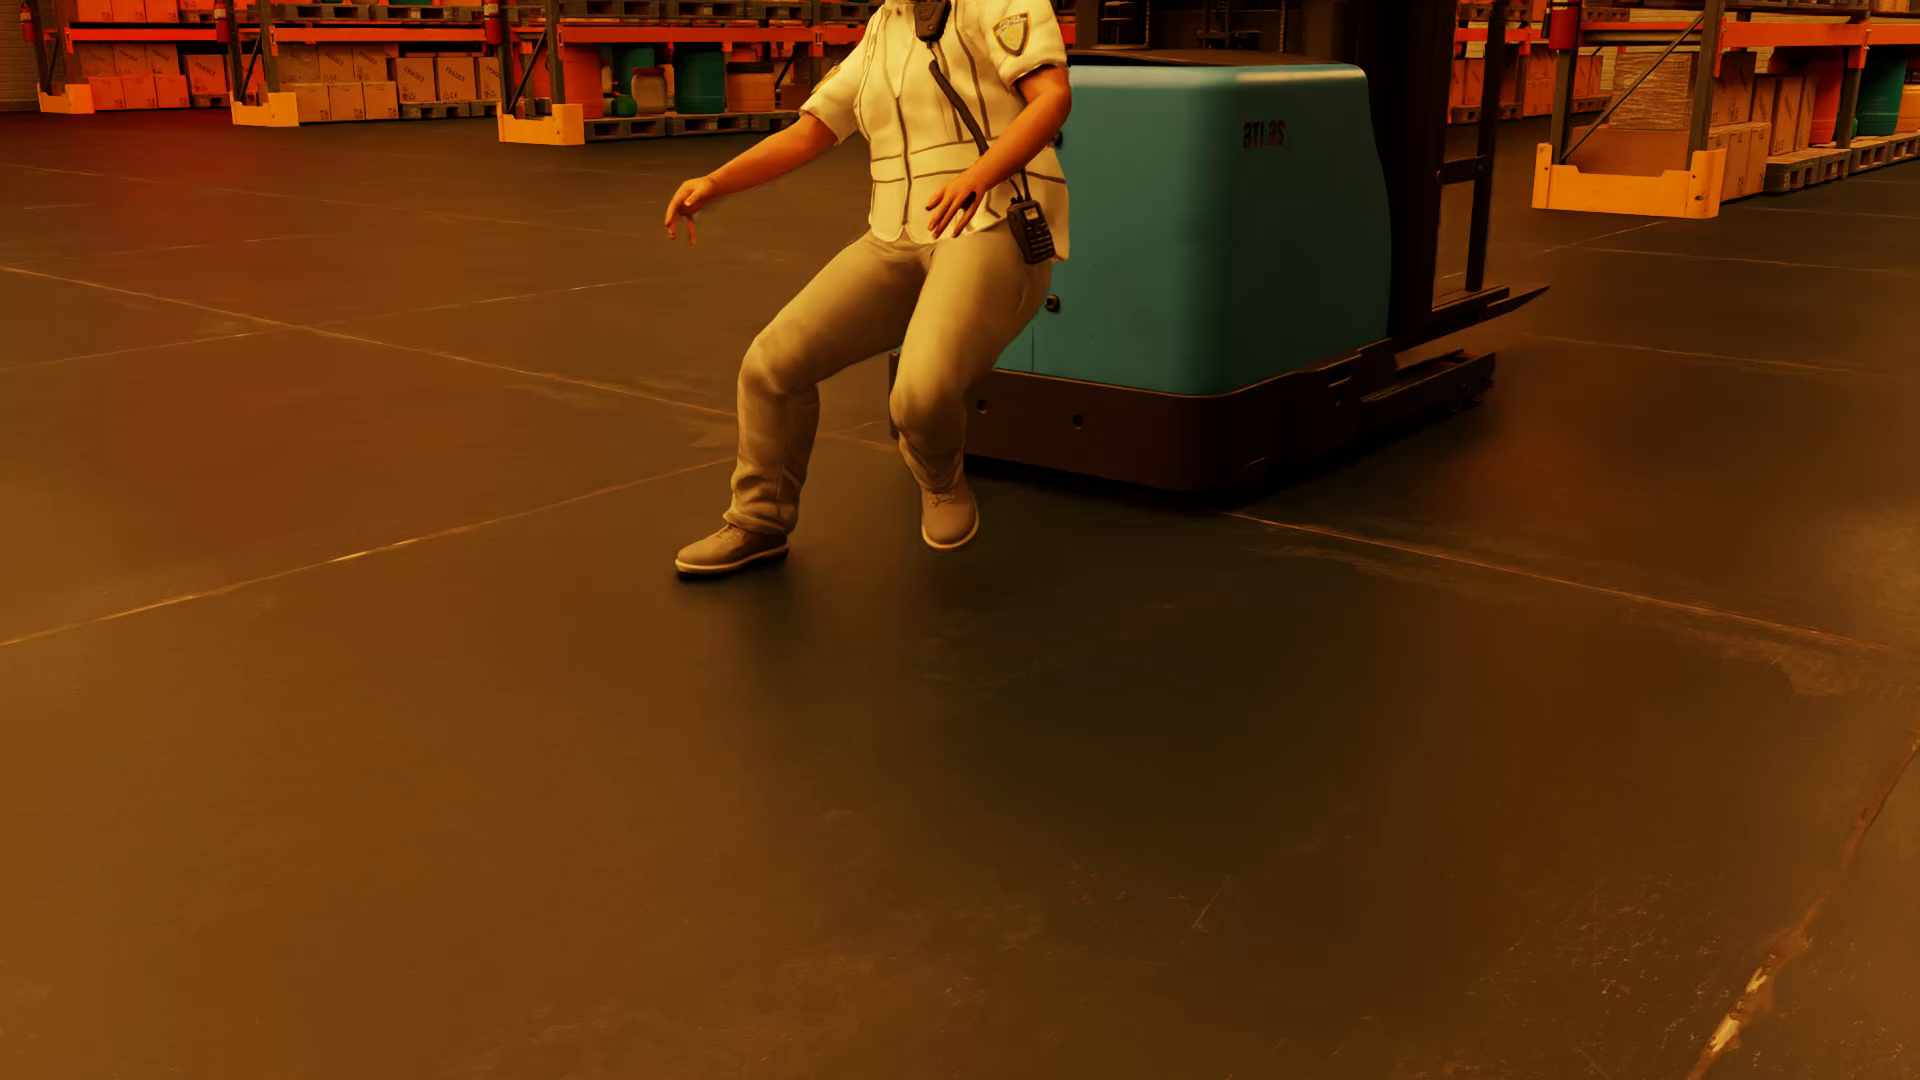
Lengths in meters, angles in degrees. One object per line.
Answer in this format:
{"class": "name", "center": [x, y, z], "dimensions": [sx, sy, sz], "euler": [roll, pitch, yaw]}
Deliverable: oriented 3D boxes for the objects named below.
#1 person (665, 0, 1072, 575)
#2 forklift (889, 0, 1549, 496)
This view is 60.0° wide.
{"class": "person", "center": [-0.187, -0.619, 3.396], "dimensions": [0.710, 1.492, 0.799], "euler": [-16, 23, -42]}
{"class": "forklift", "center": [1.092, -1.880, 5.089], "dimensions": [1.130, 2.935, 3.031], "euler": [12, 21, 35]}
